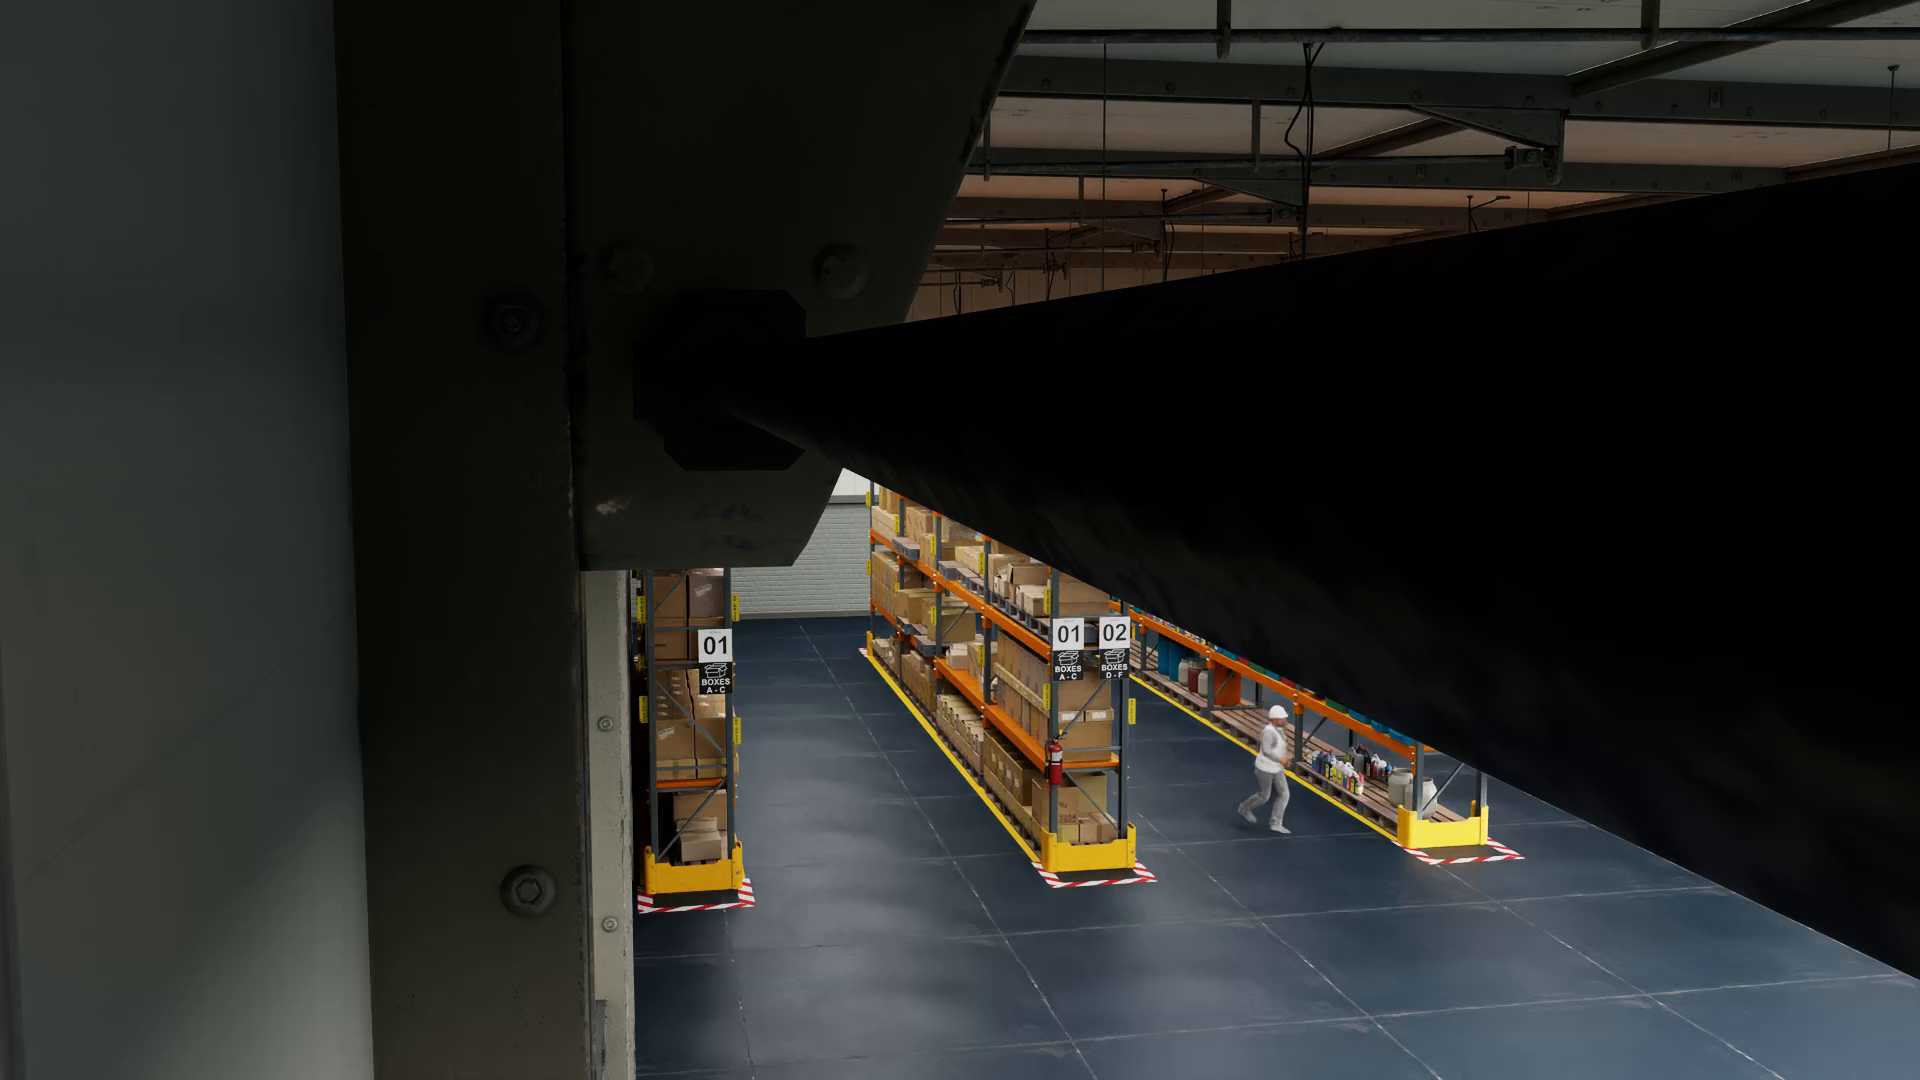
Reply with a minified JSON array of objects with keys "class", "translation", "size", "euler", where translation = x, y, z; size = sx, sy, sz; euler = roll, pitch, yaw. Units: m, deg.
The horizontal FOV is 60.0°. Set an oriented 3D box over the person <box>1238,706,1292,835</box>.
[{"class":"person","translation":[4.135,3.100,22.647],"size":[0.814,1.756,0.632],"euler":[5,8,38]}]
